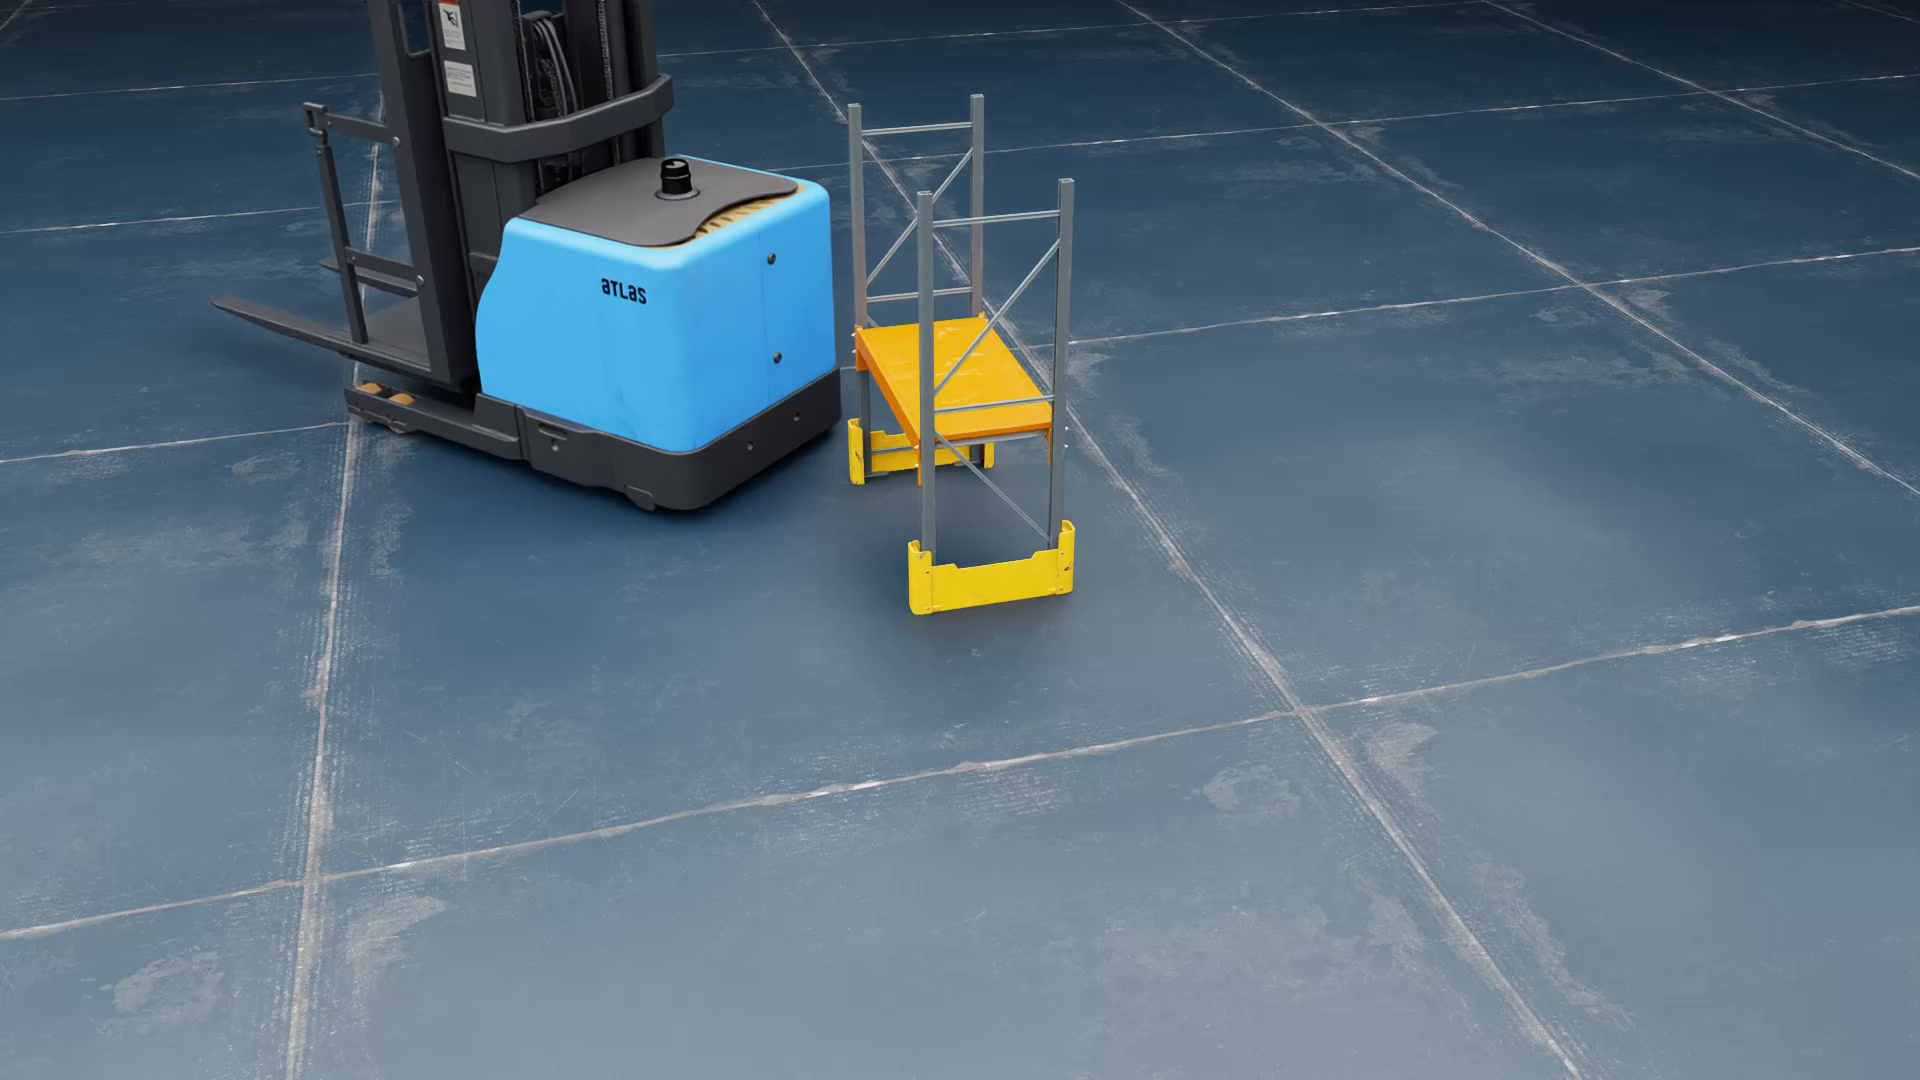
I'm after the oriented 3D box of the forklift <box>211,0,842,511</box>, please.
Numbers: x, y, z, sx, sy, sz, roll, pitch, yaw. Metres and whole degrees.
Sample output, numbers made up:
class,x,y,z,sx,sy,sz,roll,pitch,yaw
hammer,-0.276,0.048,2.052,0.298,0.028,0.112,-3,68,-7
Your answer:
class,x,y,z,sx,sy,sz,roll,pitch,yaw
forklift,-2.020,-1.923,6.647,3.031,2.935,1.130,17,34,27

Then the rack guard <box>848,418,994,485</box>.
class,x,y,z,sx,sy,sz,roll,pitch,yaw
rack guard,-0.152,-0.386,6.667,0.587,0.250,0.087,-8,31,-13

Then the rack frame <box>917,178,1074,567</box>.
class,x,y,z,sx,sy,sz,roll,pitch,yaw
rack frame,0.112,-0.445,5.521,0.500,1.500,0.032,-8,31,-13

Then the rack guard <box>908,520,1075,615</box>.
class,x,y,z,sx,sy,sz,roll,pitch,yaw
rack guard,0.112,0.096,5.835,0.587,0.250,0.087,-8,31,-13

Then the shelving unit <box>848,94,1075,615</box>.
class,x,y,z,sx,sy,sz,roll,pitch,yaw
shelving unit,-0.020,-0.686,5.938,0.587,1.500,1.083,-8,31,-13

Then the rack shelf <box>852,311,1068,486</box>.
class,x,y,z,sx,sy,sz,roll,pitch,yaw
rack shelf,-0.023,-0.535,6.036,0.538,0.185,1.000,-8,31,-13

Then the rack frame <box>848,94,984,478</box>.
class,x,y,z,sx,sy,sz,roll,pitch,yaw
rack frame,-0.158,-0.936,6.370,0.500,1.500,0.032,-8,31,-13
